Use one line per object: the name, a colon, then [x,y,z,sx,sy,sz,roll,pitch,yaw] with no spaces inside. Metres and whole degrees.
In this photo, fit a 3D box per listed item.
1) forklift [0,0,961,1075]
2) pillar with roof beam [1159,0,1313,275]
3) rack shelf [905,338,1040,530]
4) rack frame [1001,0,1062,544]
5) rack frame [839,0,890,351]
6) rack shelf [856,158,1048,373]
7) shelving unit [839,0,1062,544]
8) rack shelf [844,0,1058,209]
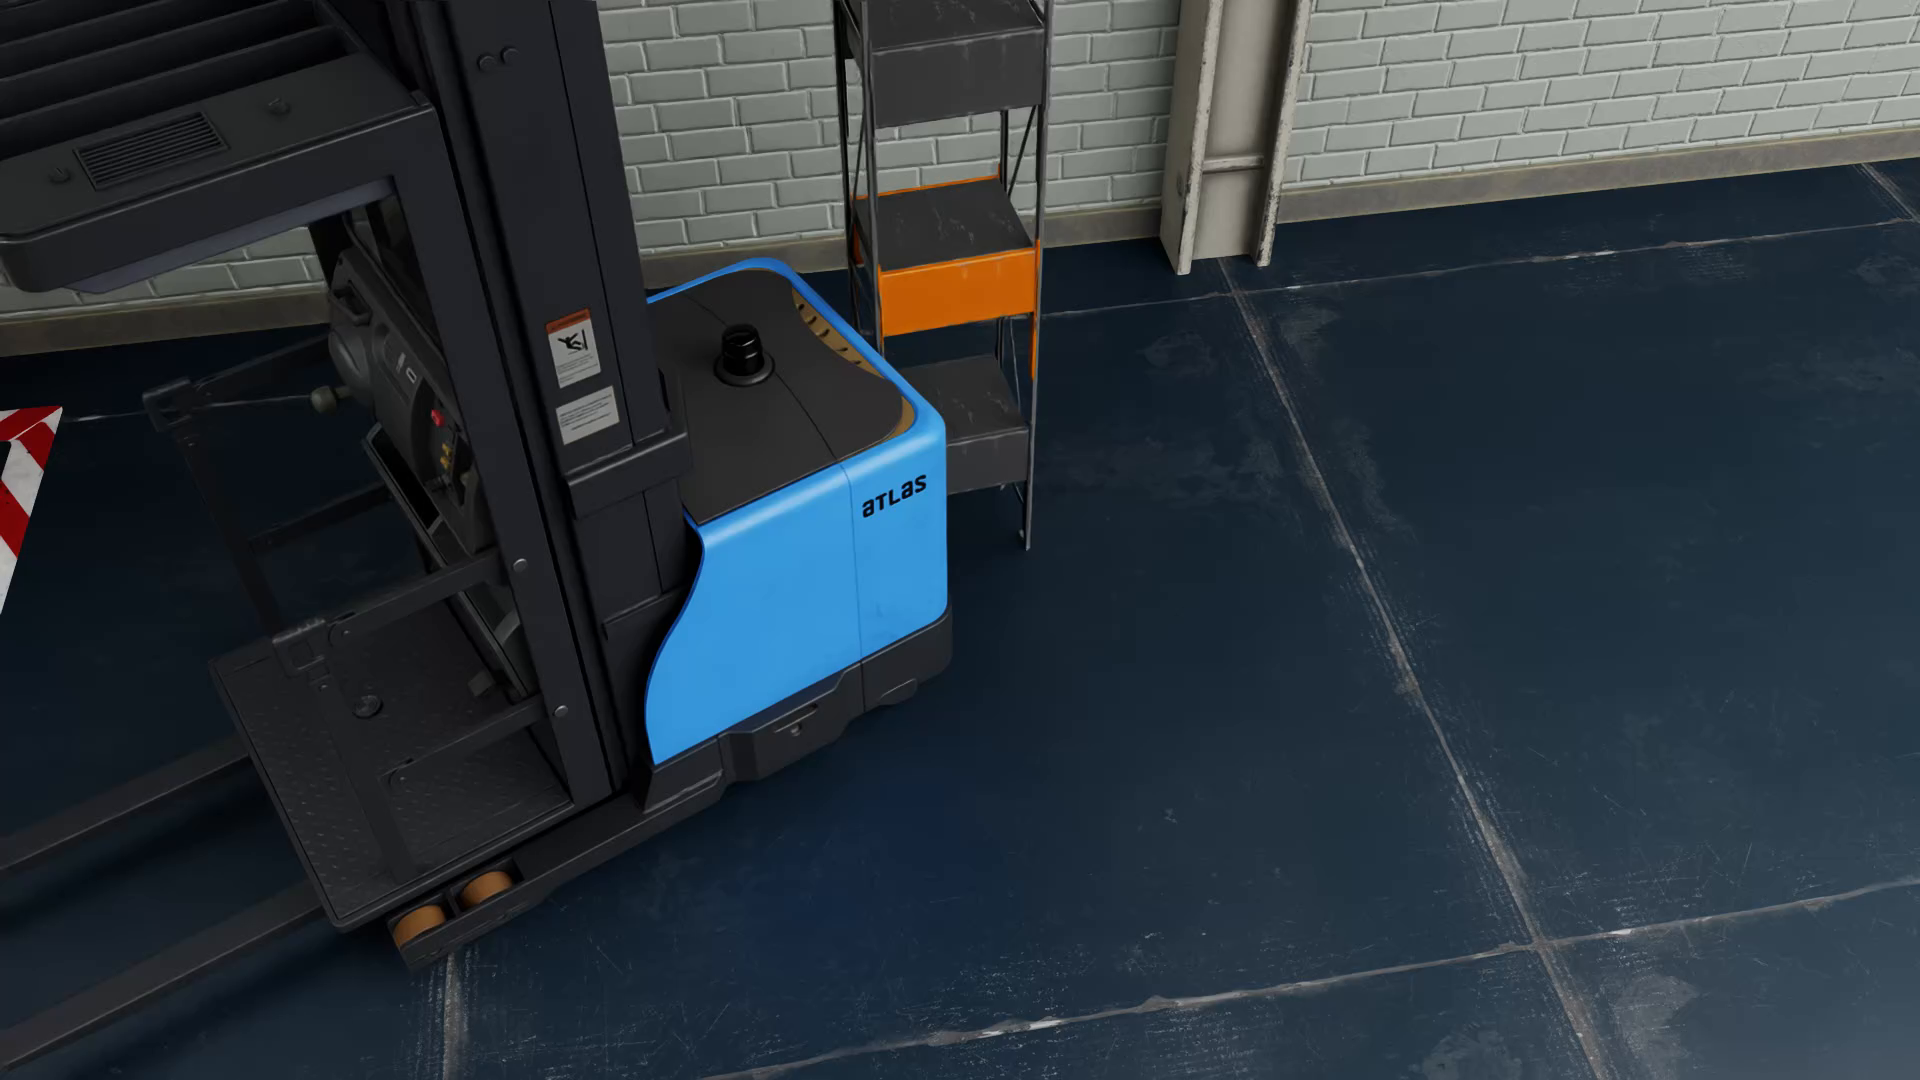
forklift: [-1.499,-0.294,3.998,3.031,2.935,1.130,-26,52,-23]
pillar with roof beam: [1.788,-1.283,0.738,0.400,9.000,9.100,-7,46,-7]
rack shelf: [-0.033,-0.308,5.580,0.480,0.518,0.431,-12,47,-11]
rack frame: [0.201,-0.853,5.114,0.015,2.100,0.400,-12,47,-11]
rack frame: [-0.267,-0.754,5.018,0.015,2.100,0.400,-12,47,-11]
rack shelf: [-0.033,-0.794,5.076,0.480,0.518,0.431,-12,47,-11]
shelving unit: [-0.033,-0.804,5.066,0.503,2.100,0.431,-12,47,-11]
rack shelf: [-0.033,-1.280,4.572,0.480,0.518,0.431,-12,47,-11]
